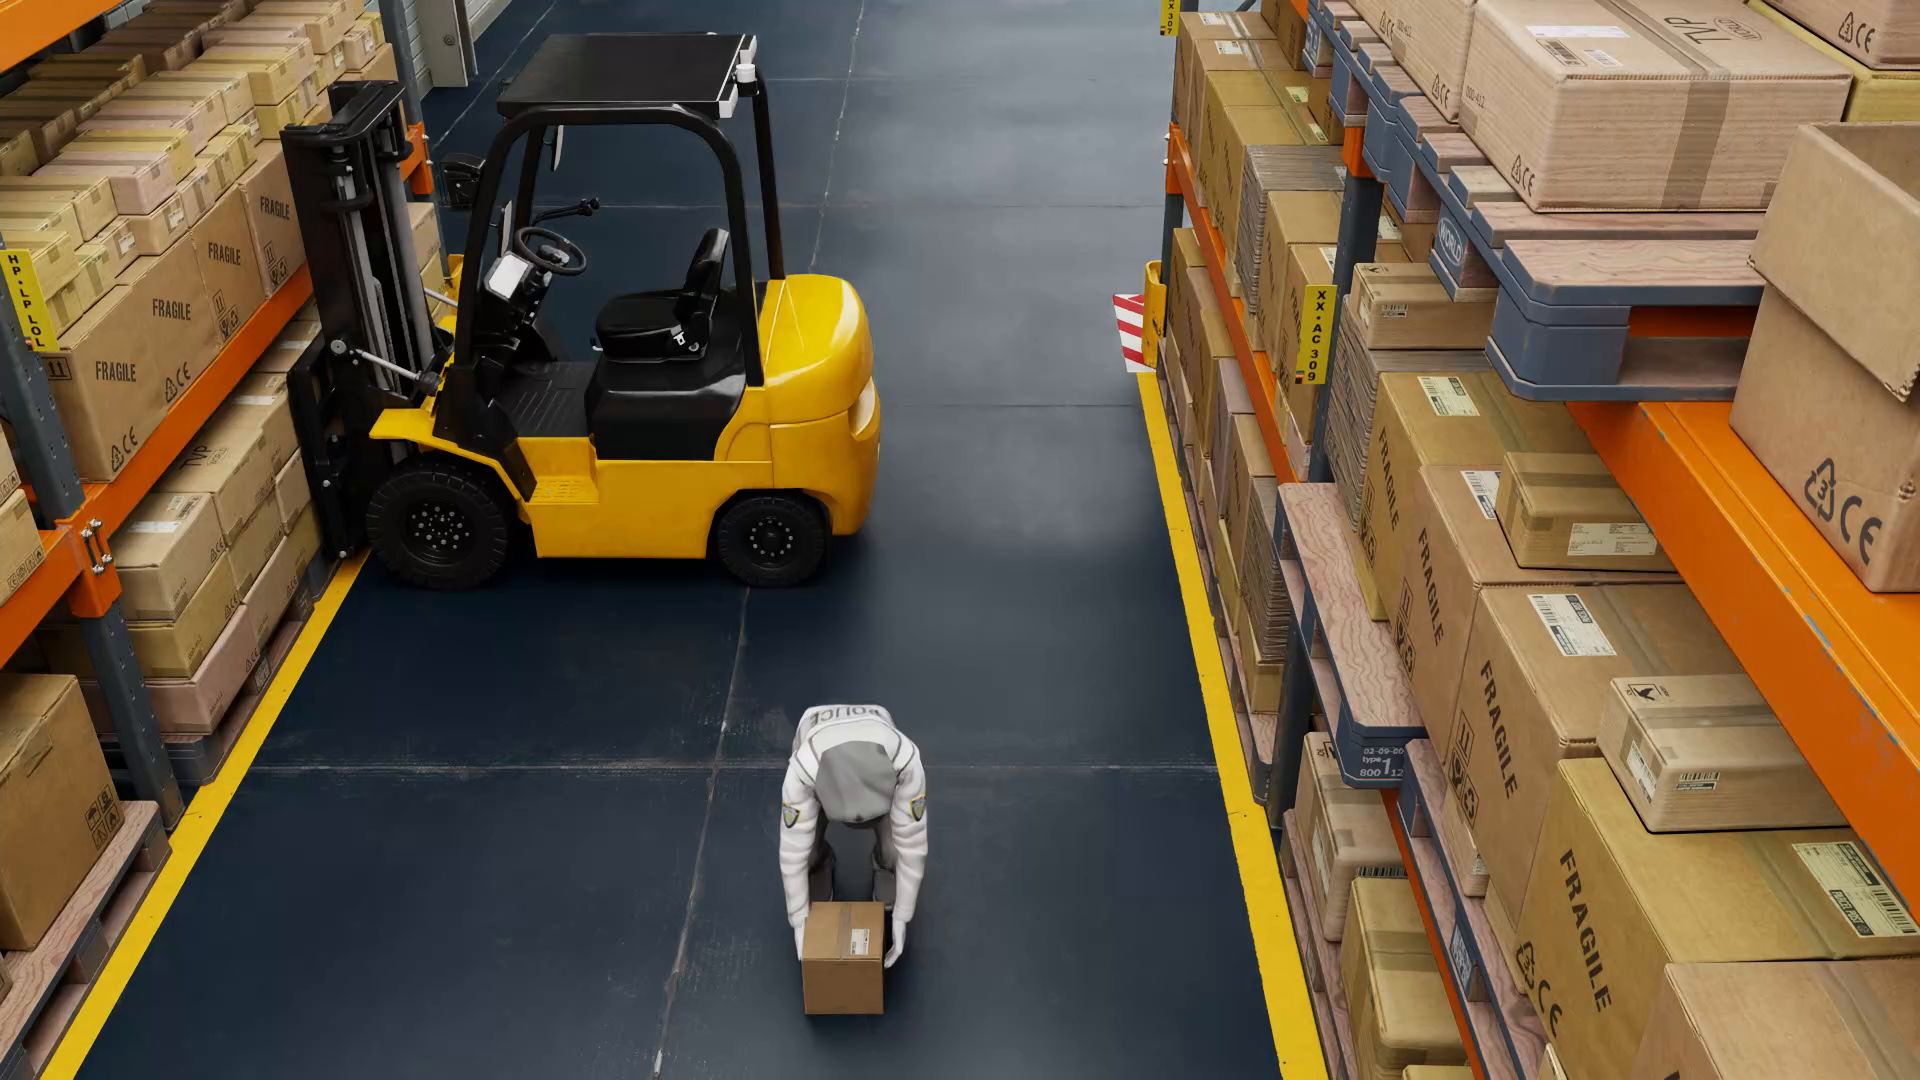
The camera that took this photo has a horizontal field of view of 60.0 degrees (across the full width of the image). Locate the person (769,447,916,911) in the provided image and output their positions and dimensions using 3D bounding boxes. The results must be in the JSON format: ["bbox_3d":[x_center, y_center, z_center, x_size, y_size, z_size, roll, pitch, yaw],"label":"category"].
[{"bbox_3d":[-0.368,0.498,5.307,0.459,1.686,0.563,0,32,0],"label":"person"}]
